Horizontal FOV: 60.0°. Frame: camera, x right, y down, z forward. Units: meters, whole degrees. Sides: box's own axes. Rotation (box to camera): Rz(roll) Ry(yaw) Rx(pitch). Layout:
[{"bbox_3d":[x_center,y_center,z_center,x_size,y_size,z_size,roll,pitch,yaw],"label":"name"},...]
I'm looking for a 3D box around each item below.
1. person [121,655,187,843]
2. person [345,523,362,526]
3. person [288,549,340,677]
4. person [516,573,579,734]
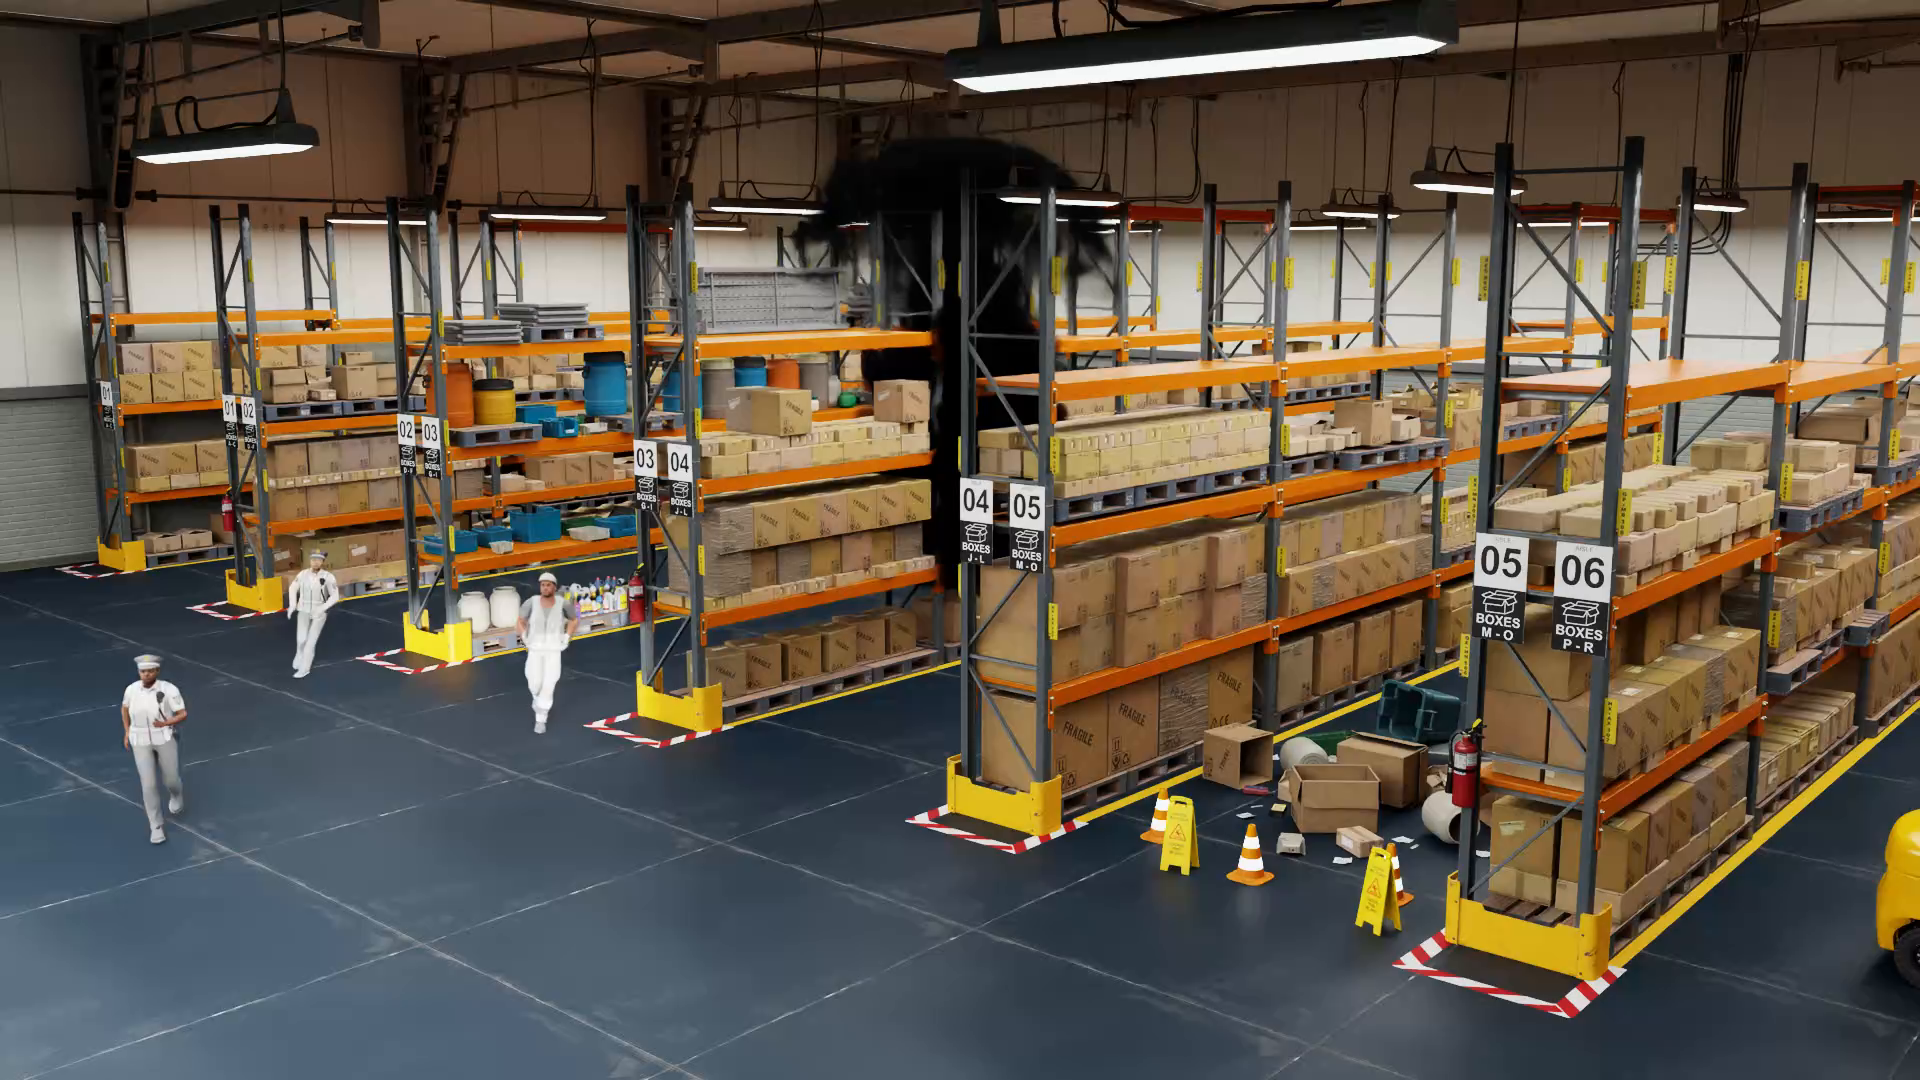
[{"bbox_3d":[-7.317,1.832,15.135,0.578,1.674,0.865,-3,10,-17],"label":"person"},{"bbox_3d":[-10.386,-0.350,28.401,0.556,1.626,0.520,8,12,38],"label":"person"},{"bbox_3d":[-8.105,0.918,20.841,0.630,1.622,0.538,-2,10,-12],"label":"person"},{"bbox_3d":[-4.625,1.224,18.678,0.673,1.766,0.802,-1,10,-8],"label":"person"}]
